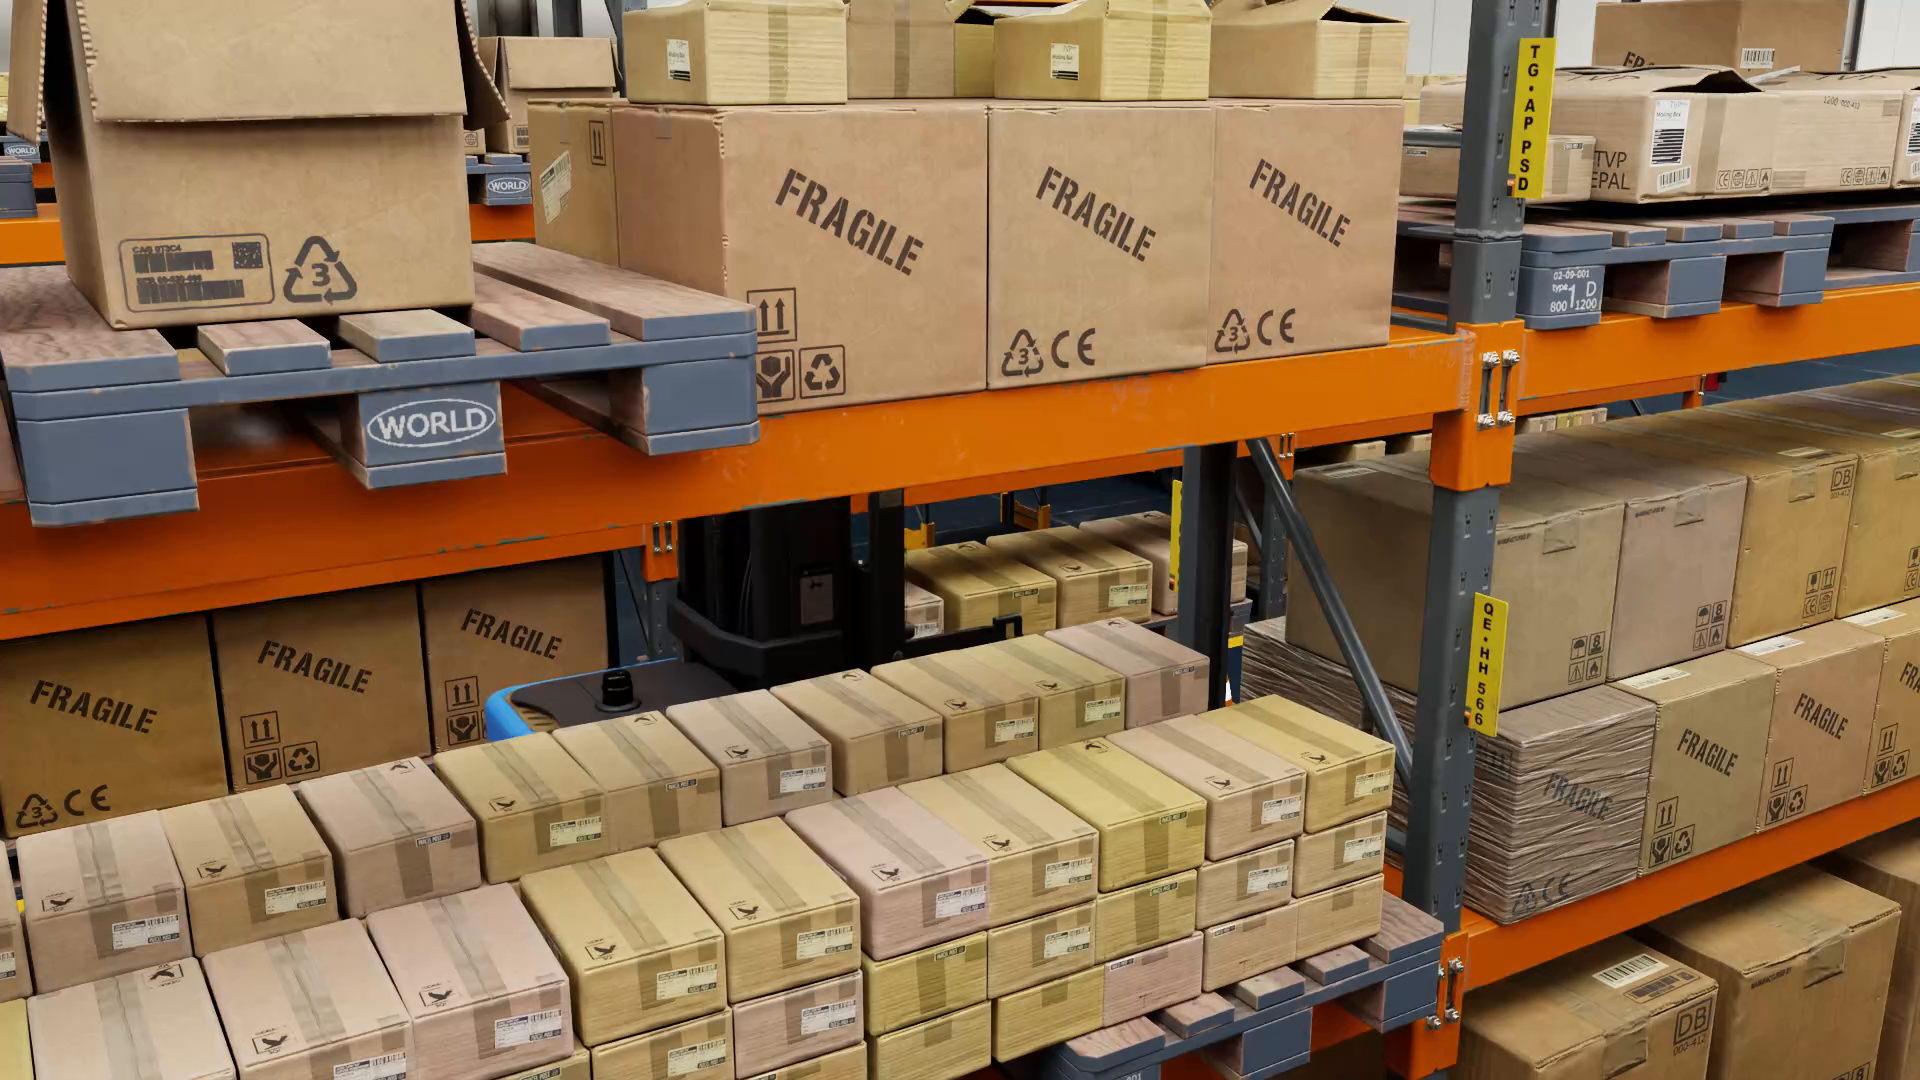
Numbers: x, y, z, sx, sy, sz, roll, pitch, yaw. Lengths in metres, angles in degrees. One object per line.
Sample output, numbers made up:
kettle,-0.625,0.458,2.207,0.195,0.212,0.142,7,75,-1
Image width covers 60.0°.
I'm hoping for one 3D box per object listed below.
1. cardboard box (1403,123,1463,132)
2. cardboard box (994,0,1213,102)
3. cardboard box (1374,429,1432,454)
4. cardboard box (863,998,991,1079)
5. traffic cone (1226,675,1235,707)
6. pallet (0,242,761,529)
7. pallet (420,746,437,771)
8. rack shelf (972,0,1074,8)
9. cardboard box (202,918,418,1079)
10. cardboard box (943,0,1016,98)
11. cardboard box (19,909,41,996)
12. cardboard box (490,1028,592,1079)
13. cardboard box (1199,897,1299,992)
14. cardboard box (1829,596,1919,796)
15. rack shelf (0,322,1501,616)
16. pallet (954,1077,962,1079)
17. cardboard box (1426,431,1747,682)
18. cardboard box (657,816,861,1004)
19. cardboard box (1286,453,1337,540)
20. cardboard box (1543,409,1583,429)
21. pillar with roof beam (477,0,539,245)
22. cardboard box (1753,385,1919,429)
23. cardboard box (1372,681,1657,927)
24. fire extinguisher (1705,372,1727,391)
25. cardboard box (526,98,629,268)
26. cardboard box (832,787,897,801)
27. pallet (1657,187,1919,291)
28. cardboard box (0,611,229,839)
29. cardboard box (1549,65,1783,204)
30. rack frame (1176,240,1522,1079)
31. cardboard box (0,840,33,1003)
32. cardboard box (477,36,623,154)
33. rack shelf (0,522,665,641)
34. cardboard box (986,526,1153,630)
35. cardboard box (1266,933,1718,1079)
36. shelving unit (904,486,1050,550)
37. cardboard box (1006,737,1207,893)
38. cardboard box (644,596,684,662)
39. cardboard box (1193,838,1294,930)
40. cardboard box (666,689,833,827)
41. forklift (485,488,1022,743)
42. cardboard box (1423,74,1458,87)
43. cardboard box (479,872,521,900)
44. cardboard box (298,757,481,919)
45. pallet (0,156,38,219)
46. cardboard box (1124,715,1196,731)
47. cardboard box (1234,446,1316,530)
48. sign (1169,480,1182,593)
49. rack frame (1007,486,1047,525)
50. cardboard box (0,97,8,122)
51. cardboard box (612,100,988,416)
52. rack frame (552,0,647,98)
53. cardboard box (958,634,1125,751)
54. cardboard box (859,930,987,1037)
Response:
cardboard box,1.320,-1.033,4.451,0.250,0.166,0.380,-9,18,-30
cardboard box,0.275,-0.987,3.213,0.258,0.266,0.396,-9,18,-30
cardboard box,2.935,-0.651,10.900,0.250,0.149,0.380,-8,18,-28
cardboard box,-0.146,0.918,3.265,0.250,0.149,0.380,-10,19,-32
traffic cone,1.371,0.713,9.007,0.334,0.463,0.336,-9,18,-30
pallet,-1.037,-0.321,2.788,1.003,0.211,1.213,-9,18,-30
pallet,-2.431,0.986,8.500,1.213,0.211,1.003,-9,18,-30
rack shelf,0.868,-4.780,14.864,4.000,0.370,1.077,-9,18,-30
cardboard box,-1.043,0.778,2.663,0.250,0.149,0.380,-9,18,-30
cardboard box,-0.011,-1.114,3.666,0.258,0.266,0.396,-9,18,-30
cardboard box,-1.598,0.804,3.122,0.250,0.149,0.380,-10,18,-32
cardboard box,-0.812,0.883,2.840,0.250,0.149,0.380,-10,18,-31
cardboard box,0.520,0.811,3.648,0.250,0.149,0.380,-9,18,-30
cardboard box,2.739,0.425,5.152,0.500,0.500,0.500,-9,18,-30
rack shelf,-0.795,-0.137,3.117,4.000,0.370,1.077,-9,18,-30
pallet,-0.756,1.060,3.427,1.213,0.211,1.003,-9,18,-30
cardboard box,1.743,0.023,4.734,0.500,0.500,0.700,-10,18,-31
cardboard box,-0.374,0.669,3.053,0.250,0.149,0.380,-8,18,-27
cardboard box,2.357,-0.263,10.718,0.500,0.500,0.500,-8,18,-27
cardboard box,4.092,-0.840,11.573,0.250,0.149,0.380,-9,18,-29
pillar with roof beam,-1.405,-3.879,9.574,0.400,9.000,9.100,-9,18,-30
cardboard box,3.053,-0.190,5.493,0.500,0.500,0.700,-9,18,-29
cardboard box,1.444,0.635,4.403,0.500,0.500,0.500,-9,18,-29
fire extinguisher,5.477,-1.432,12.106,0.183,0.674,0.296,-9,18,-30
cardboard box,-0.558,-0.650,3.428,0.500,0.500,0.500,-9,18,-30
cardboard box,-0.272,0.590,3.883,0.250,0.149,0.380,-9,18,-29
pallet,2.402,-0.928,4.957,1.213,0.211,1.003,-8,18,-27
cardboard box,-3.884,0.696,7.526,0.875,0.875,0.875,-9,18,-28
cardboard box,1.654,-1.019,4.131,0.500,0.311,0.500,-9,18,-30
rack frame,0.920,0.683,4.416,0.127,3.000,1.000,-9,18,-30
cardboard box,-1.813,0.697,2.950,0.250,0.149,0.380,-10,18,-31
cardboard box,-1.962,-2.057,7.665,0.637,0.503,0.797,-11,19,-33
rack shelf,-3.430,0.176,7.557,4.000,0.370,1.077,-9,18,-30
cardboard box,0.650,0.233,10.112,0.625,0.372,0.950,-8,18,-26
cardboard box,1.488,1.500,4.891,0.750,0.750,1.050,-9,18,-30
shelving unit,0.065,-0.733,12.245,1.083,1.500,0.587,-9,18,-30
cardboard box,0.295,0.560,3.439,0.250,0.149,0.380,-9,18,-28
cardboard box,-1.227,0.539,9.022,0.625,0.372,0.950,-11,19,-33
cardboard box,0.503,0.670,3.599,0.250,0.149,0.380,-8,18,-28
cardboard box,-0.476,0.480,3.724,0.250,0.149,0.380,-8,18,-27
forklift,-0.297,0.110,6.586,3.031,2.935,1.130,-9,18,-29
cardboard box,2.829,-2.788,10.228,0.250,0.149,0.380,-9,18,-30
cardboard box,-0.930,0.697,3.503,0.250,0.149,0.380,-8,18,-28
cardboard box,-1.148,0.589,3.336,0.250,0.149,0.380,-10,19,-32
pallet,-4.384,-1.383,6.585,1.217,0.209,0.805,-10,19,-32
cardboard box,0.402,0.479,4.280,0.250,0.149,0.380,-8,18,-27
cardboard box,2.082,-0.388,11.164,0.500,0.500,0.500,-9,18,-30
sign,0.631,-0.003,4.717,0.005,0.325,0.100,-9,18,-30
rack frame,0.509,-0.805,12.502,0.032,1.500,0.500,-9,18,-30
cardboard box,-6.147,-2.739,10.569,0.250,0.149,0.380,-9,18,-28
cardboard box,-0.291,-0.530,3.002,0.500,0.500,0.500,-9,18,-30
rack frame,-1.716,-3.337,7.642,0.127,3.000,1.000,-9,18,-30
cardboard box,0.195,0.373,4.109,0.250,0.149,0.380,-10,18,-31
cardboard box,-0.151,0.776,3.221,0.250,0.149,0.380,-9,18,-30
